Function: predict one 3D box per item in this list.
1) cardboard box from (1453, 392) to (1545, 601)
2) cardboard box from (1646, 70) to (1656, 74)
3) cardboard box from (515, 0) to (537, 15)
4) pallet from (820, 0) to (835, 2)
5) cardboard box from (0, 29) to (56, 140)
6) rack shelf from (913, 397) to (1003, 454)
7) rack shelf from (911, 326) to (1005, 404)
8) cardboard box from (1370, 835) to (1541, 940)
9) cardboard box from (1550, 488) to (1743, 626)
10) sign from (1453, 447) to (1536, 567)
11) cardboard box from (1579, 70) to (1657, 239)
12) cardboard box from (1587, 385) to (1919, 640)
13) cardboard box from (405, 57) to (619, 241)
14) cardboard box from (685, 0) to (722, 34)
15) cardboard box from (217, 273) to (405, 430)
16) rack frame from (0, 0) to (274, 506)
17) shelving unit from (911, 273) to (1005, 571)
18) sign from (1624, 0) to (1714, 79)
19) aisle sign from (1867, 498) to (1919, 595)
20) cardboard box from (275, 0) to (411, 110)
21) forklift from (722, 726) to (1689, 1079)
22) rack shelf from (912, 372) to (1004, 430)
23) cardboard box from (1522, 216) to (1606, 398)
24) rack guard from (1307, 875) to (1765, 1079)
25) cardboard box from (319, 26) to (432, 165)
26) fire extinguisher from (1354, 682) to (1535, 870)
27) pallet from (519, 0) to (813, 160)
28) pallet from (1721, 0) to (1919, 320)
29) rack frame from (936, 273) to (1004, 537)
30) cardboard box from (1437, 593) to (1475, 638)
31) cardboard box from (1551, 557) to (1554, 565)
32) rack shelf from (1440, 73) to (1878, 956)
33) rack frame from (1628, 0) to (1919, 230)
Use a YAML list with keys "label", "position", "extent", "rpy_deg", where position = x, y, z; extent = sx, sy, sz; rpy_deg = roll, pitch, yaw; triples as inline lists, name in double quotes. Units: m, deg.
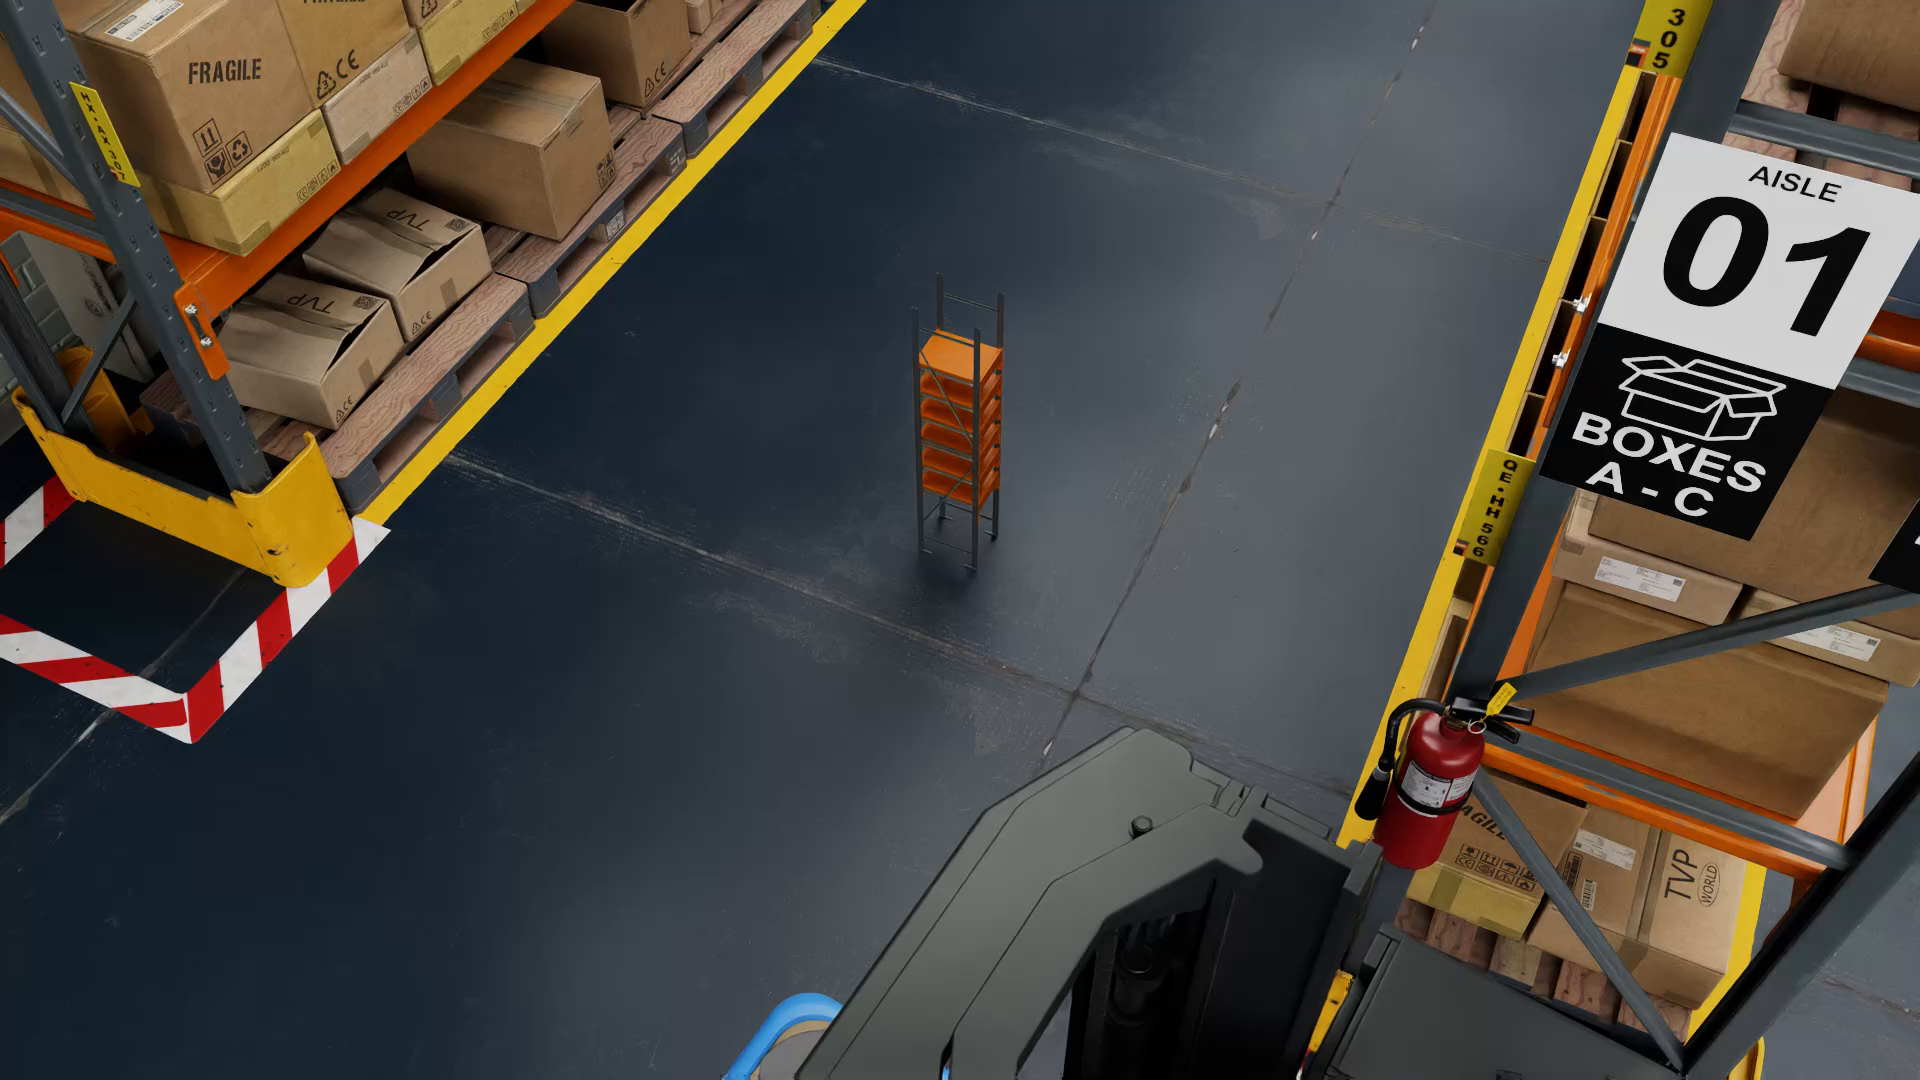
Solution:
- label: "cardboard box"
  position: [1.957, -0.072, 5.379]
  extent: [0.500, 0.500, 0.500]
  rpy_deg: [20, 52, 16]
- label: "cardboard box"
  position: [3.206, -1.978, 7.125]
  extent: [0.500, 0.311, 0.500]
  rpy_deg: [20, 52, 16]
- label: "cardboard box"
  position: [-1.752, -2.283, 6.308]
  extent: [0.500, 0.250, 0.500]
  rpy_deg: [20, 53, 16]
- label: "pallet"
  position: [-0.857, -3.421, 9.022]
  extent: [1.003, 0.211, 1.213]
  rpy_deg: [20, 52, 16]
- label: "cardboard box"
  position: [-2.888, -1.628, 5.259]
  extent: [0.500, 0.500, 0.500]
  rpy_deg: [19, 52, 16]
- label: "rack shelf"
  position: [-0.006, -0.428, 5.727]
  extent: [0.258, 0.103, 0.180]
  rpy_deg: [20, 52, 16]
- label: "rack shelf"
  position: [-0.006, -0.583, 5.544]
  extent: [0.258, 0.103, 0.180]
  rpy_deg: [20, 52, 16]
- label: "cardboard box"
  position: [1.545, 0.865, 5.074]
  extent: [0.500, 0.250, 0.500]
  rpy_deg: [20, 52, 16]
- label: "cardboard box"
  position: [1.574, 0.008, 3.782]
  extent: [0.380, 0.149, 0.250]
  rpy_deg: [19, 52, 15]
- label: "sign"
  position: [1.098, -0.063, 3.418]
  extent: [0.100, 0.325, 0.005]
  rpy_deg: [20, 52, 16]
- label: "cardboard box"
  position: [2.811, -1.450, 6.551]
  extent: [0.500, 0.500, 0.500]
  rpy_deg: [20, 52, 16]
- label: "cardboard box"
  position: [1.817, -0.231, 3.560]
  extent: [0.700, 0.500, 0.500]
  rpy_deg: [20, 52, 16]
- label: "cardboard box"
  position: [-1.918, -1.695, 7.075]
  extent: [0.700, 0.500, 0.500]
  rpy_deg: [17, 52, 14]
- label: "cardboard box"
  position: [-1.390, -2.634, 8.094]
  extent: [0.380, 0.166, 0.250]
  rpy_deg: [14, 51, 11]
- label: "cardboard box"
  position: [-2.520, -0.752, 6.397]
  extent: [0.500, 0.311, 0.500]
  rpy_deg: [14, 51, 12]
- label: "rack frame"
  position: [-2.897, -1.034, 5.160]
  extent: [1.000, 3.000, 0.127]
  rpy_deg: [20, 52, 16]
- label: "shelving unit"
  position: [-0.006, -0.379, 5.785]
  extent: [0.258, 1.200, 0.189]
  rpy_deg: [20, 52, 16]
- label: "sign"
  position: [1.098, -0.844, 2.500]
  extent: [0.100, 0.325, 0.005]
  rpy_deg: [20, 52, 16]
- label: "aisle sign"
  position: [1.832, -0.122, 2.677]
  extent: [0.394, 0.787, 0.004]
  rpy_deg: [20, 52, 16]
- label: "cardboard box"
  position: [-2.202, -1.803, 5.407]
  extent: [0.500, 0.500, 0.500]
  rpy_deg: [20, 52, 16]
- label: "forklift"
  position: [0.609, 1.710, 2.871]
  extent: [3.031, 2.935, 1.130]
  rpy_deg: [26, 54, 20]
- label: "rack shelf"
  position: [-0.006, -0.506, 5.636]
  extent: [0.258, 0.103, 0.180]
  rpy_deg: [20, 52, 16]
- label: "cardboard box"
  position: [2.384, -0.761, 5.965]
  extent: [0.500, 0.500, 0.500]
  rpy_deg: [20, 52, 16]
- label: "rack guard"
  position: [1.573, 1.402, 4.729]
  extent: [1.175, 0.500, 0.348]
  rpy_deg: [20, 52, 16]
- label: "cardboard box"
  position: [-2.193, -1.587, 5.716]
  extent: [0.500, 0.250, 0.500]
  rpy_deg: [18, 52, 15]
- label: "fire extinguisher"
  position: [1.113, 0.531, 3.880]
  extent: [0.296, 0.674, 0.183]
  rpy_deg: [20, 52, 16]
- label: "pallet"
  position: [-1.444, -2.411, 8.163]
  extent: [1.003, 0.211, 1.213]
  rpy_deg: [20, 52, 16]
- label: "pallet"
  position: [1.909, -0.846, 3.089]
  extent: [1.003, 0.211, 1.213]
  rpy_deg: [20, 52, 16]
- label: "rack frame"
  position: [0.033, -0.442, 5.838]
  extent: [0.240, 1.200, 0.006]
  rpy_deg: [20, 52, 16]
- label: "cardboard box"
  position: [1.960, 0.172, 5.664]
  extent: [0.500, 0.250, 0.500]
  rpy_deg: [20, 52, 16]
- label: "cardboard box"
  position: [2.014, -0.137, 4.332]
  extent: [0.700, 0.500, 0.500]
  rpy_deg: [21, 53, 17]
- label: "rack shelf"
  position: [2.437, -0.569, 5.237]
  extent: [1.077, 0.370, 4.000]
  rpy_deg: [20, 52, 16]
- label: "rack frame"
  position: [1.583, -1.369, 1.506]
  extent: [1.000, 3.000, 0.127]
  rpy_deg: [20, 52, 16]
